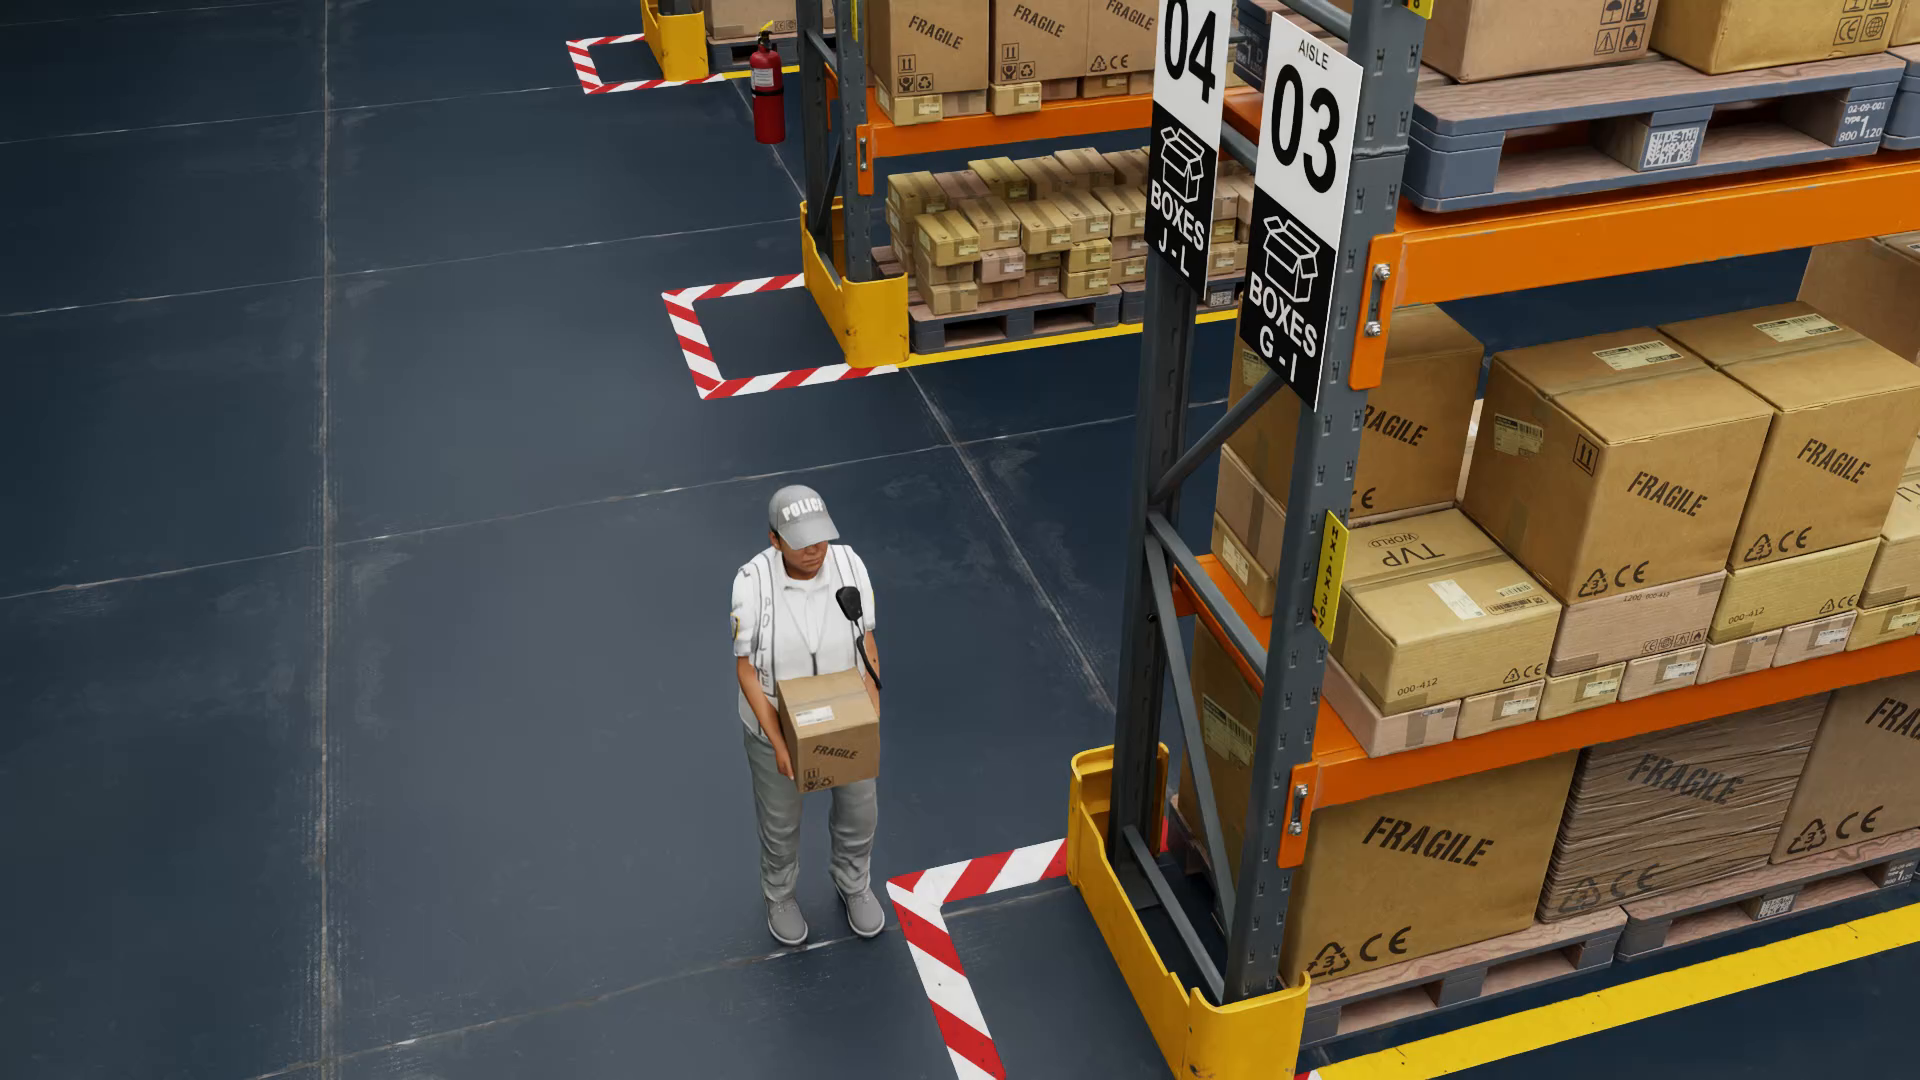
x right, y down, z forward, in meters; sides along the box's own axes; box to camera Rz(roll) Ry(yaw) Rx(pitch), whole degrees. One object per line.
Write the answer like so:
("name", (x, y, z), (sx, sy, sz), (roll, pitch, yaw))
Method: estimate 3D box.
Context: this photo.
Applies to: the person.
("person", (-0.456, 0.601, 5.263), (0.454, 1.655, 0.535), (-11, 36, -16))
